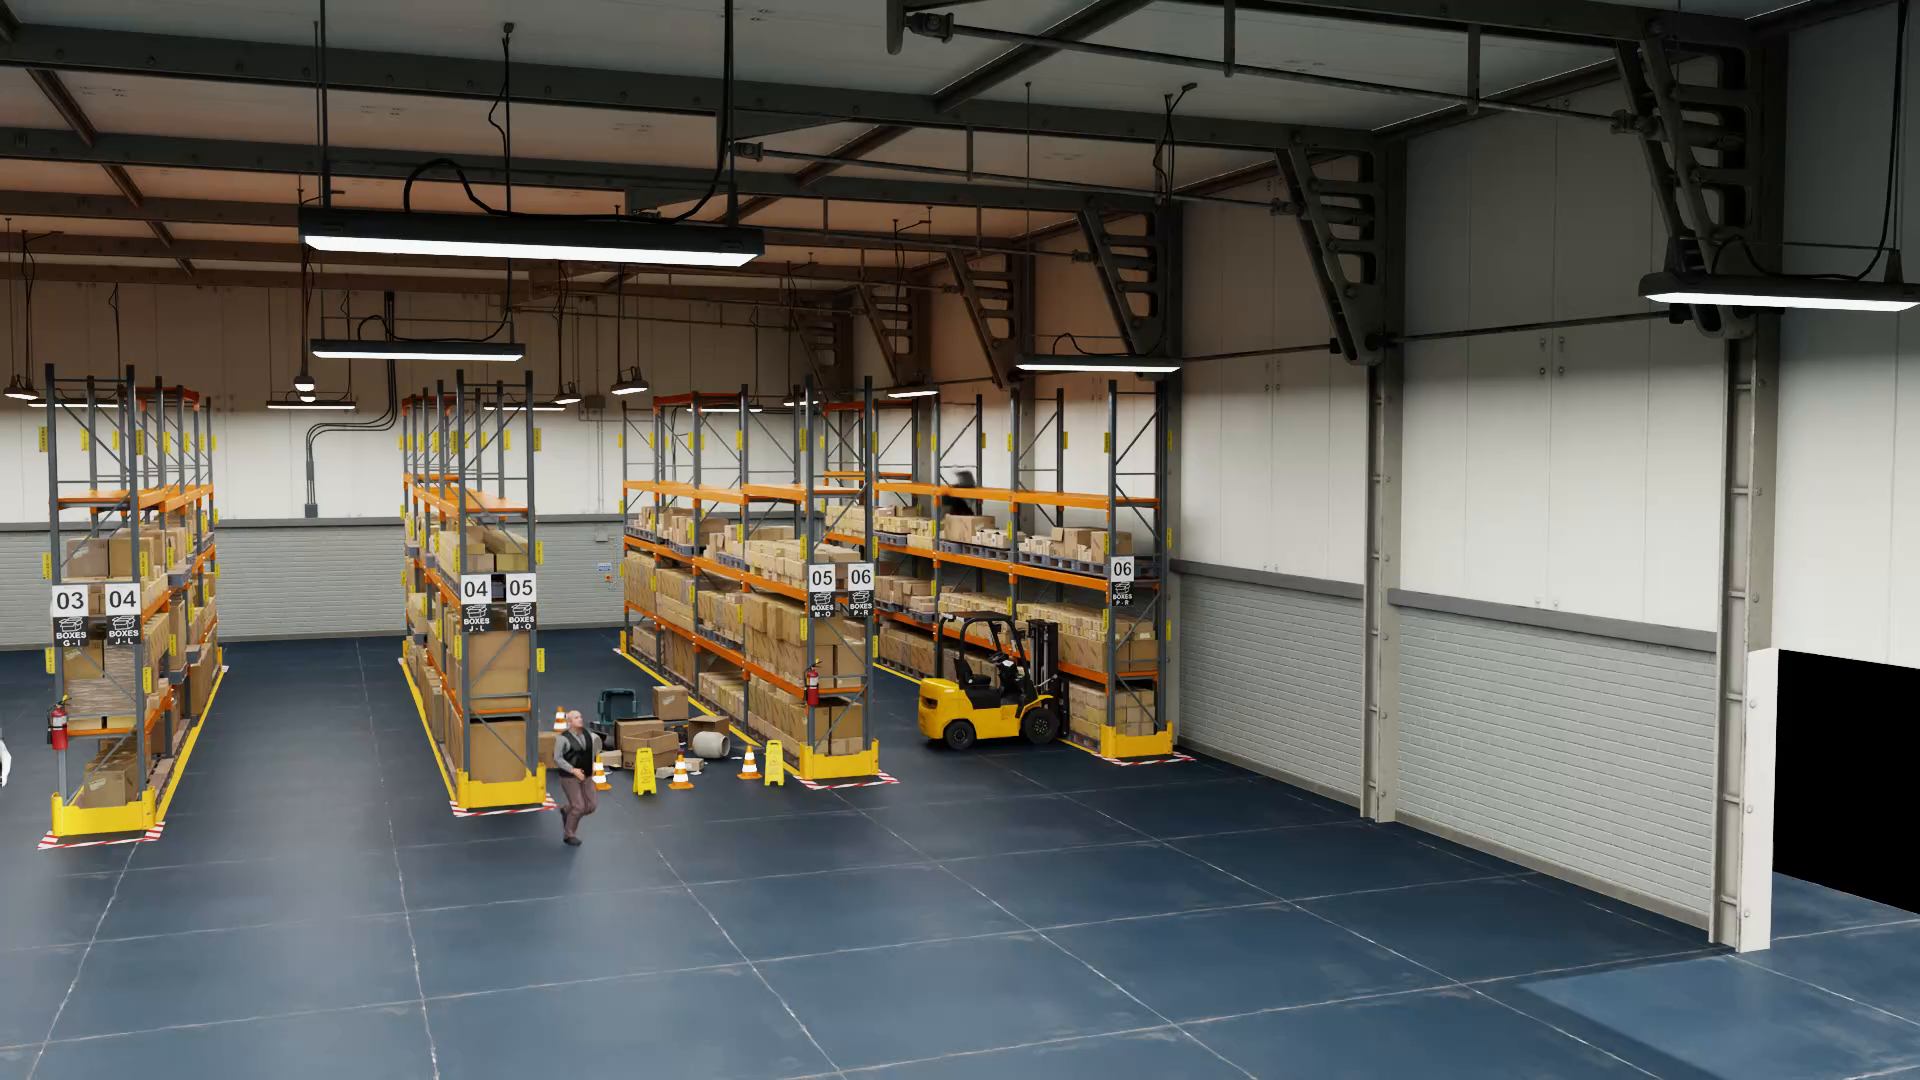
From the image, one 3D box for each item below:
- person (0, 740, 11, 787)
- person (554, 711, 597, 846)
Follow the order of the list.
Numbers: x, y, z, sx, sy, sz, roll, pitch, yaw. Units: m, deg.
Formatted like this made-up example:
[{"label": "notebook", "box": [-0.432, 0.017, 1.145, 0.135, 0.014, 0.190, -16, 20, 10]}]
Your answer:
[{"label": "person", "box": [-11.977, 2.984, 20.403, 0.674, 1.637, 0.580, -3, 4, -41]}, {"label": "person", "box": [-4.789, 2.957, 20.749, 0.646, 1.688, 0.681, 2, 4, 36]}]
